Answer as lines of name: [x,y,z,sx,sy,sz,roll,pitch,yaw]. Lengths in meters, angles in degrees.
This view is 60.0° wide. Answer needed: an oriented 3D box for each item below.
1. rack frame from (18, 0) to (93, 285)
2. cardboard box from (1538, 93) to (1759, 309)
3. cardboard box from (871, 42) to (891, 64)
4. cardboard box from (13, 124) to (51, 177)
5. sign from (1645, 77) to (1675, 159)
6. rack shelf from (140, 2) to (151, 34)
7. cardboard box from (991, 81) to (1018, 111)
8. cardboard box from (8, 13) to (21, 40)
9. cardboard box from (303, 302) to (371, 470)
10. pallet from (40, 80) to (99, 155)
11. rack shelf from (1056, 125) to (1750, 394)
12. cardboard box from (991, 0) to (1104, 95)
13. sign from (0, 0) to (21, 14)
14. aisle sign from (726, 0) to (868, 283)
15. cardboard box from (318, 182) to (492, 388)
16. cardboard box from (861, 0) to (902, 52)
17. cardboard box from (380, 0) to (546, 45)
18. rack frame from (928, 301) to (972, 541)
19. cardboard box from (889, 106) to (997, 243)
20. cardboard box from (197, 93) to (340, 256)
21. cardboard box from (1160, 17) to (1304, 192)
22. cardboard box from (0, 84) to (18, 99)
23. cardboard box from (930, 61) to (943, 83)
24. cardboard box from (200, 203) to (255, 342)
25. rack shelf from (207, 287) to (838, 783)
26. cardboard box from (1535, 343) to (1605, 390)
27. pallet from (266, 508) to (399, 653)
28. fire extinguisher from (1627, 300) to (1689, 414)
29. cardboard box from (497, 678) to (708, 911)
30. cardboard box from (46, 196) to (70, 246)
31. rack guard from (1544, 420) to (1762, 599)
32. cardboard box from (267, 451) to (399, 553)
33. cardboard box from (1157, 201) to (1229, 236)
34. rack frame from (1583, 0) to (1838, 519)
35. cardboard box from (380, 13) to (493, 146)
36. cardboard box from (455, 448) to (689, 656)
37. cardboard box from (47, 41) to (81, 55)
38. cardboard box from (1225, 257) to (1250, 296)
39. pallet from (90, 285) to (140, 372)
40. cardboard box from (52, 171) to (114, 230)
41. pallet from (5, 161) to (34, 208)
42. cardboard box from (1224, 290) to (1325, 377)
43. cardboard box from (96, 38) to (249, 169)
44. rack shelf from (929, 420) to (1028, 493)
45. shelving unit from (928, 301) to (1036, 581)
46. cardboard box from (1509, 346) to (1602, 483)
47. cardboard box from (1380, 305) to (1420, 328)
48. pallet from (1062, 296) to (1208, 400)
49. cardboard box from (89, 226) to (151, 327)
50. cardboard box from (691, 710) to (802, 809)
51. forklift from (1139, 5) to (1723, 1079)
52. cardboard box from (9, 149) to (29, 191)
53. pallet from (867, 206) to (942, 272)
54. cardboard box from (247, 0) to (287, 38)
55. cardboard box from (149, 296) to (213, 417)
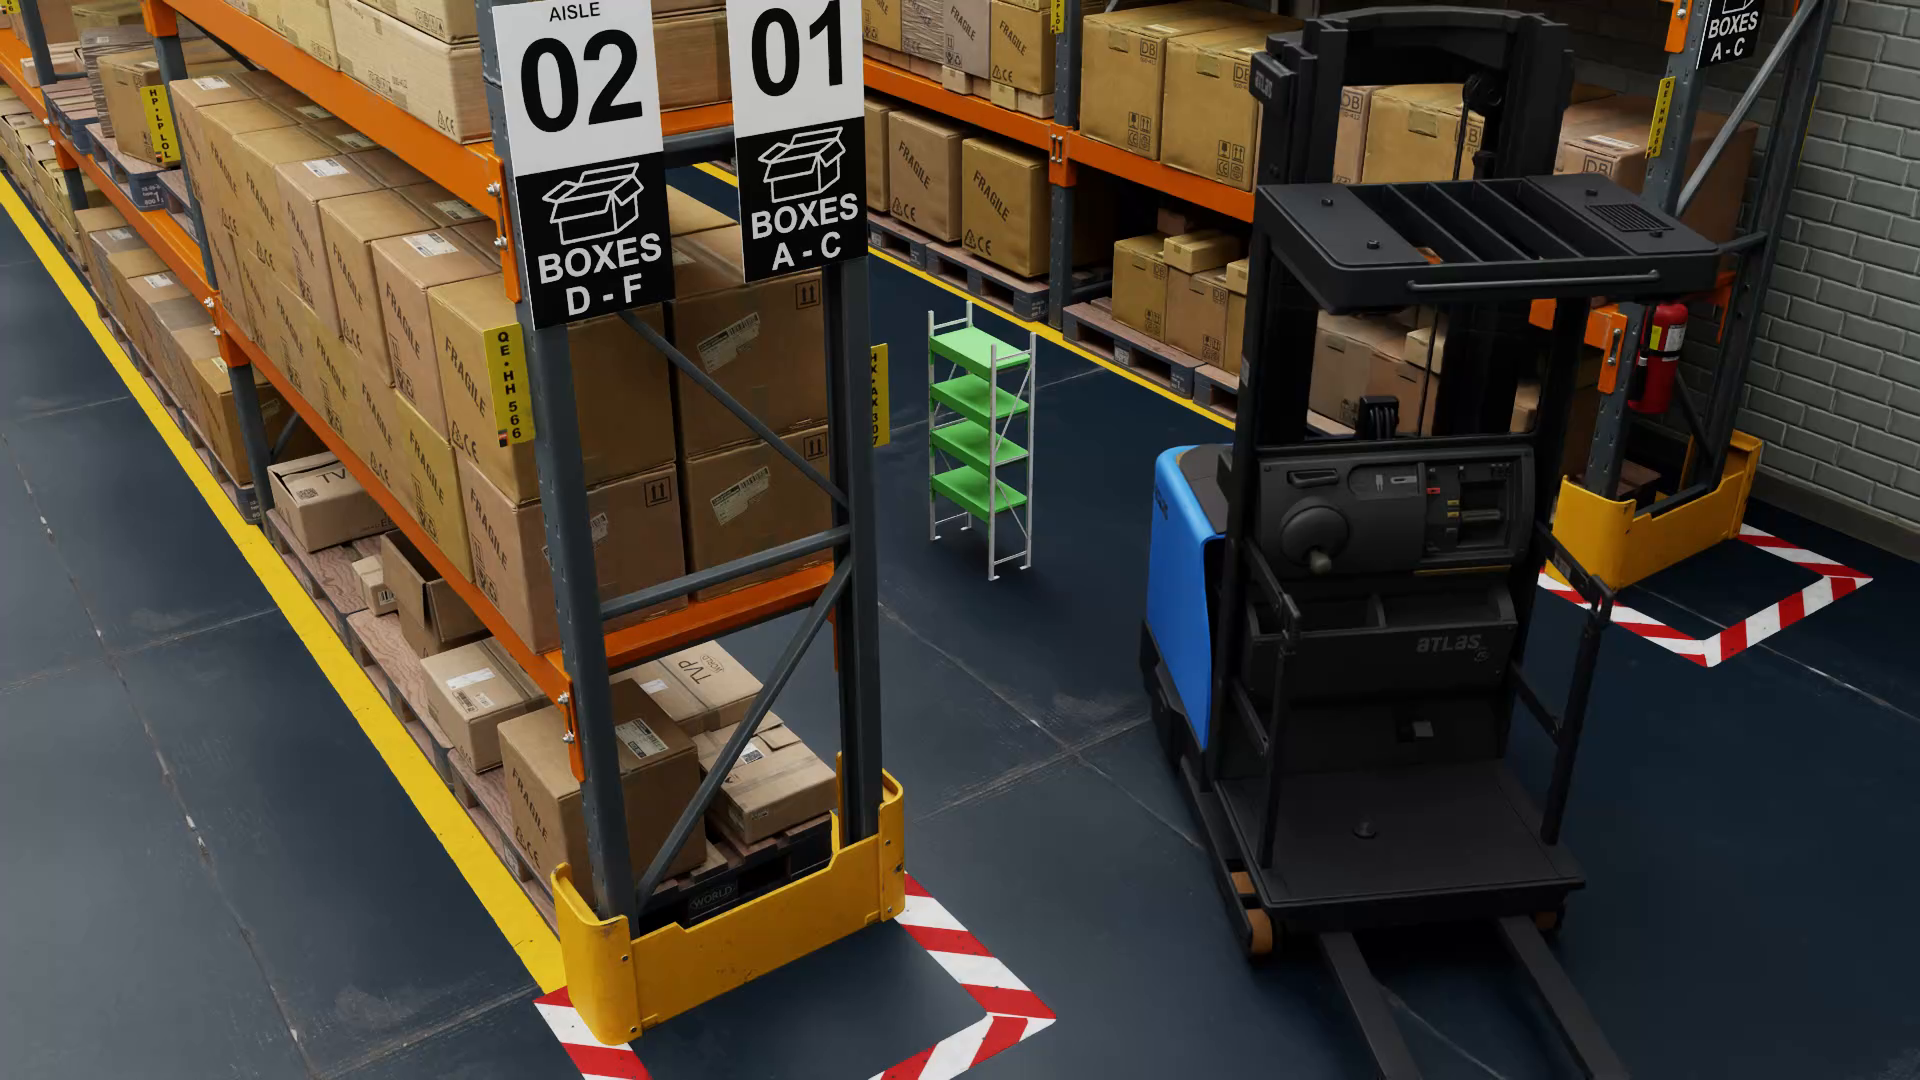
rack frame: [-5.339,-3.006,10.642,1.000,3.000,0.127,-19,34,-31]
cardboard box: [3.030,-1.596,7.731,0.980,0.700,0.700,-17,33,-28]
cardboard box: [-0.405,-3.492,11.779,0.380,0.149,0.250,-19,34,-30]
cardboard box: [-6.730,-2.957,12.405,0.500,0.311,0.500,-18,33,-29]
sign: [2.884,-1.737,6.844,0.100,0.325,0.005,-19,34,-31]
rack shelf: [-4.179,-3.231,8.666,1.077,0.370,4.000,-19,34,-31]
cardboard box: [0.421,-2.867,10.628,0.380,0.149,0.250,-18,33,-30]
cardboard box: [-6.922,-4.097,12.546,0.500,0.500,0.500,-16,32,-27]
cardboard box: [-2.061,-0.631,6.164,0.500,0.500,0.500,-19,34,-31]
pallet: [-4.889,-2.678,10.238,1.213,0.211,1.003,-19,34,-31]
rack shelf: [2.174,-1.730,9.046,1.077,0.370,4.000,-19,34,-31]
cardboard box: [0.541,-3.117,10.409,0.500,0.500,0.500,-19,34,-31]
sign: [-5.790,-3.360,10.080,0.100,0.325,0.005,-19,34,-31]
aisle sign: [-0.420,-1.093,4.396,0.394,0.787,0.004,-19,34,-31]
cardboard box: [-1.779,-0.873,5.561,0.500,0.500,0.500,-18,33,-29]
cardboard box: [-0.342,-3.703,11.488,0.500,0.500,0.500,-18,33,-29]
cardboard box: [-1.205,-1.497,4.354,0.500,0.250,0.500,-19,34,-31]
rack frame: [-0.046,-0.558,8.020,0.240,1.200,0.015,-19,34,-31]
cardboard box: [0.013,-2.625,11.753,0.750,0.750,0.750,-18,33,-29]
cardboard box: [-2.675,-1.473,6.666,0.500,0.500,0.500,-20,34,-32]
cardboard box: [1.734,-2.455,9.313,0.980,0.700,0.700,-20,34,-32]
cardboard box: [-7.623,-3.554,13.505,0.500,0.311,0.500,-19,34,-30]
cardboard box: [0.019,-3.180,11.204,0.380,0.149,0.250,-19,34,-31]
cardboard box: [-2.945,-1.221,7.251,0.500,0.500,0.500,-18,33,-29]
rack shelf: [-1.859,-0.357,6.519,1.077,0.370,4.000,-19,34,-31]
cardboard box: [3.082,-0.891,8.247,0.380,0.149,0.250,-19,34,-30]
pallet: [-2.622,0.042,7.952,1.003,0.211,1.213,-19,34,-31]
fire extinguisher: [3.046,-0.884,7.207,0.296,0.674,0.183,-19,34,-31]
cardboard box: [-1.215,0.866,5.671,0.500,0.500,0.500,-19,34,-31]
cardboard box: [-6.145,-2.319,11.817,0.500,0.250,0.500,-19,34,-31]
rack guard: [3.348,-0.161,8.022,1.175,0.500,0.348,-19,34,-31]
cardboard box: [-2.952,-0.240,7.905,0.500,0.311,0.500,-19,34,-31]
cardboard box: [1.442,-1.987,10.265,0.380,0.149,0.250,-19,34,-31]
rack frame: [3.334,-1.269,7.443,1.000,3.000,0.127,-19,34,-31]
cardboard box: [-1.212,-1.275,4.469,0.500,0.250,0.500,-19,34,-31]
cardboard box: [-1.180,-0.039,5.073,0.500,0.500,0.500,-18,33,-29]
cardboard box: [-6.125,-3.376,11.586,0.380,0.149,0.250,-16,32,-27]
cardboard box: [1.717,-1.489,9.349,0.380,0.149,0.250,-20,34,-32]
pallet: [-4.937,-1.480,10.754,1.003,0.211,1.213,-19,34,-31]
cardboard box: [-5.844,-2.364,11.314,0.500,0.311,0.500,-18,33,-29]
pallet: [-7.200,-3.060,13.663,1.003,0.211,1.213,-19,34,-31]
cardboard box: [1.949,-1.194,9.485,0.700,0.500,0.500,-18,33,-30]
cardboard box: [-4.094,-2.349,8.888,0.500,0.500,0.700,22,35,34]
rack shelf: [0.096,-0.407,7.876,0.258,0.148,0.480,-19,34,-31]
shelving unit: [0.096,-0.463,7.845,0.258,1.200,0.503,-19,34,-31]
cardboard box: [2.847,-0.599,8.390,0.700,0.500,0.500,-19,34,-31]
cardboard box: [2.495,-1.284,8.971,0.380,0.149,0.250,-18,33,-30]
pallet: [1.391,-1.281,10.388,1.003,0.211,1.213,-19,34,-31]
cardboard box: [-5.000,-1.643,10.290,0.500,0.500,0.500,-20,34,-32]
cardboard box: [-0.807,0.801,6.140,0.380,0.166,0.250,-19,34,-31]
forklift: [1.464,-0.052,5.274,1.130,2.935,3.031,-3,29,-6]
cardboard box: [-7.029,-2.912,12.910,0.500,0.250,0.500,-20,34,-32]
pallet: [-0.207,-2.352,12.360,1.003,0.211,1.213,-19,34,-31]
cardboard box: [-2.070,-1.862,5.550,0.500,0.250,0.500,-19,34,-31]
cardboard box: [-4.109,-1.048,9.195,0.500,0.500,0.500,-18,33,-30]
